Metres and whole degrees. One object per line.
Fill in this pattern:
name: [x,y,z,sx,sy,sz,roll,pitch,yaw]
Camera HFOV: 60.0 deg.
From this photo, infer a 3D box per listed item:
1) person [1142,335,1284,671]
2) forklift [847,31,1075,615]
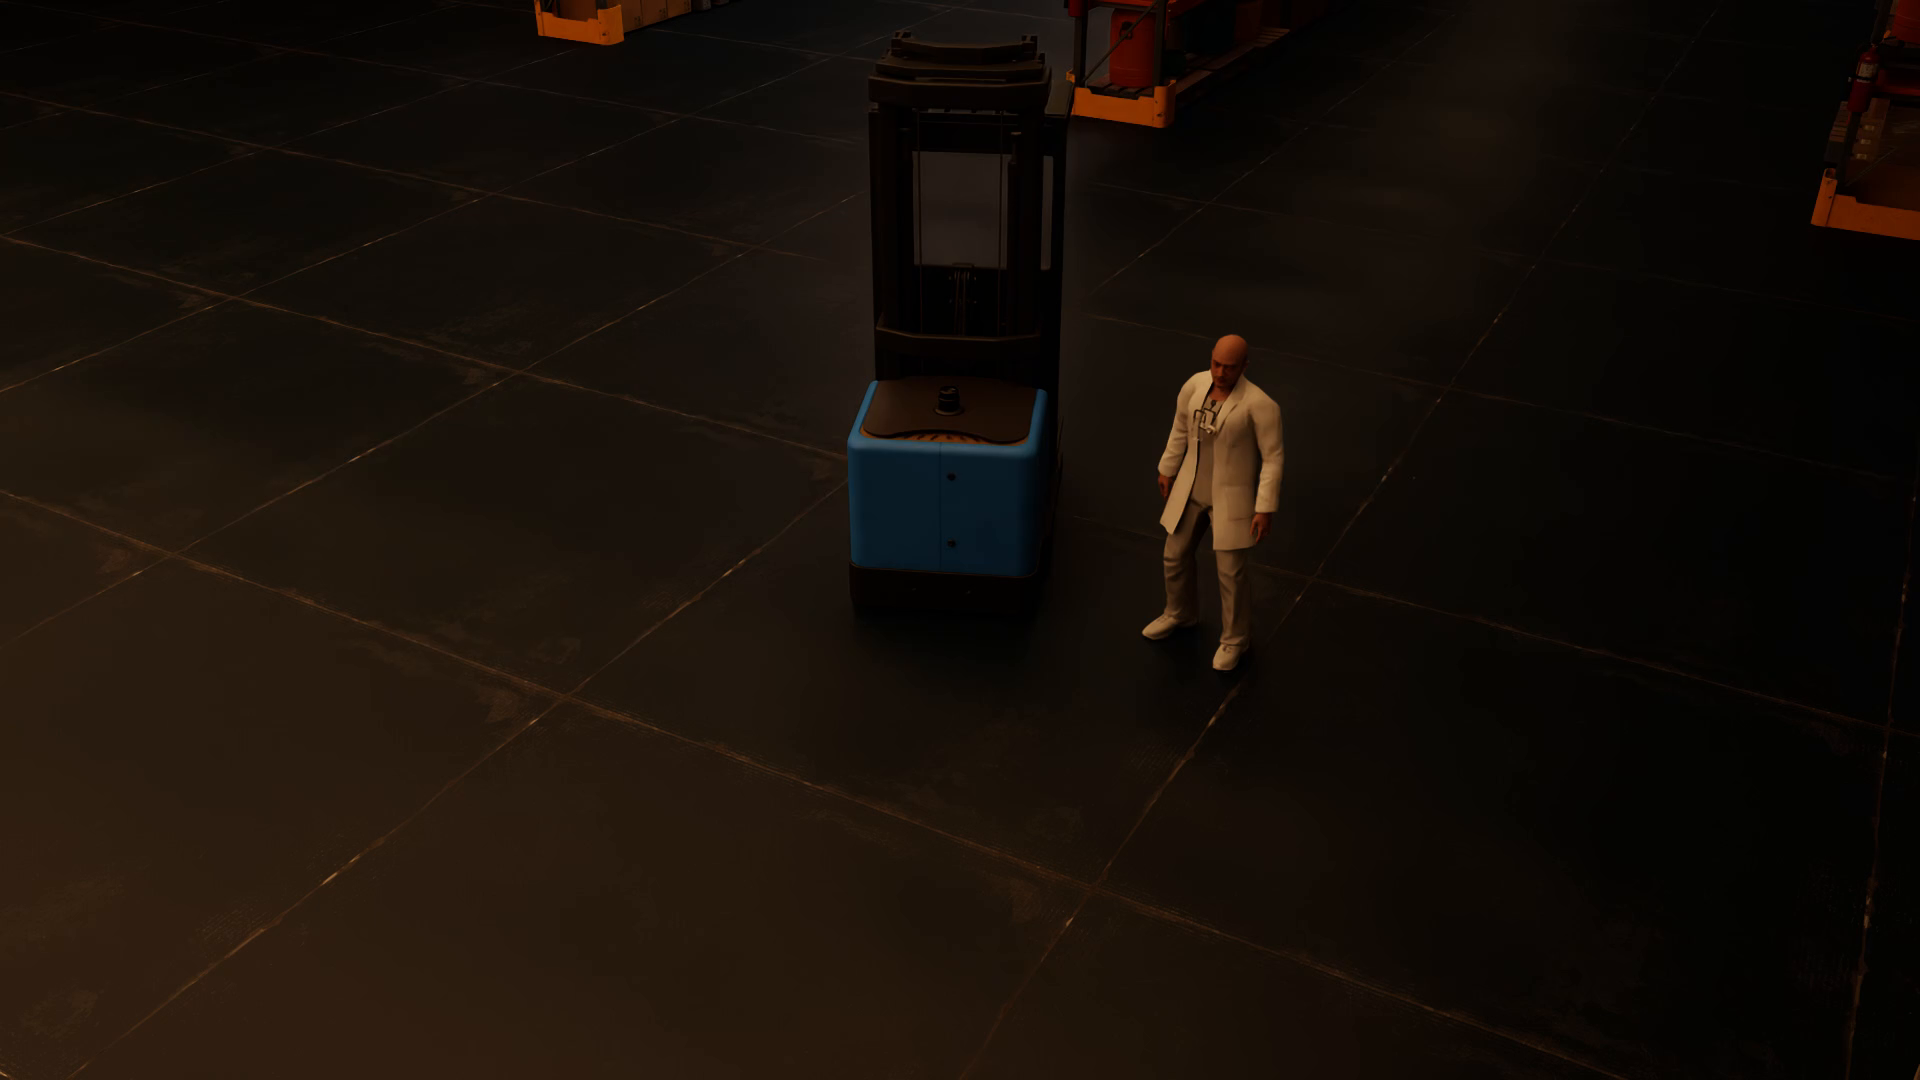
person: [1.305,-0.220,8.615,0.767,1.770,0.437,24,38,35]
forklift: [0.072,-1.572,9.794,1.130,2.935,3.031,3,30,6]
